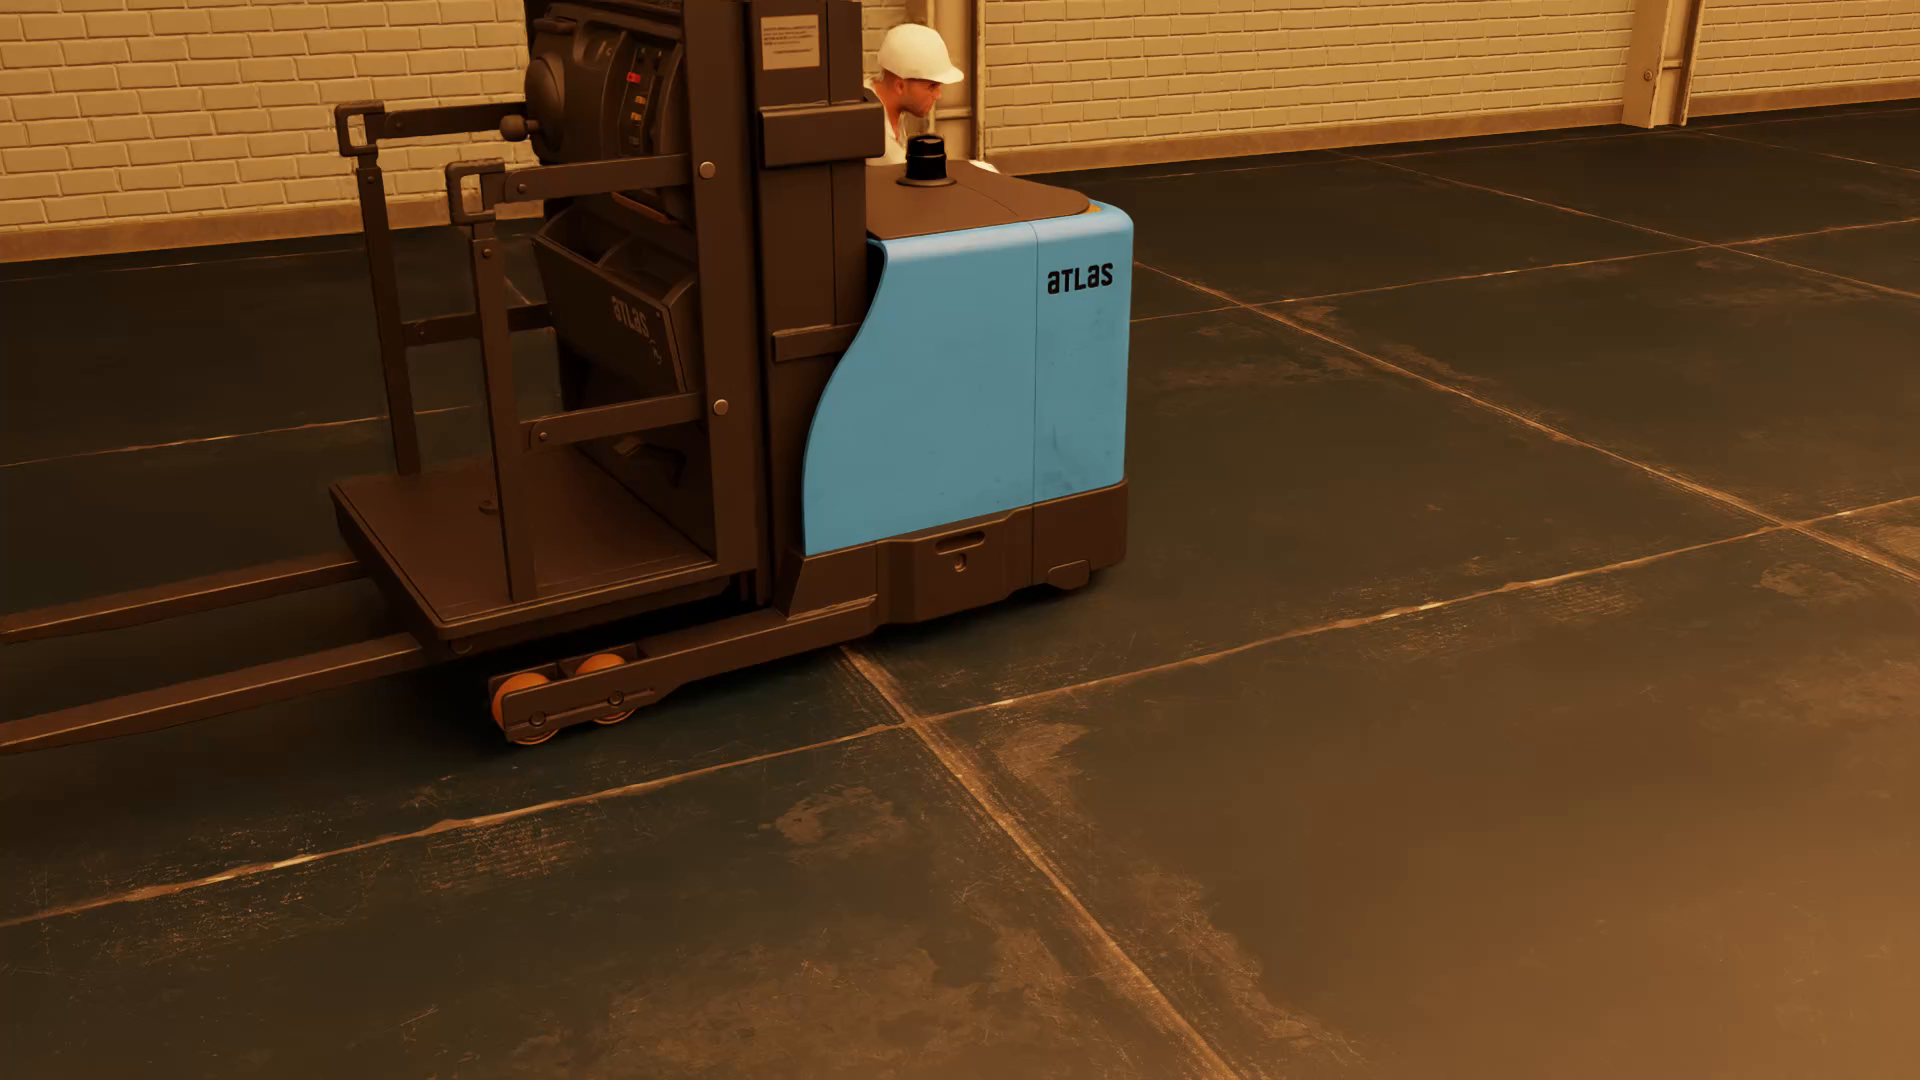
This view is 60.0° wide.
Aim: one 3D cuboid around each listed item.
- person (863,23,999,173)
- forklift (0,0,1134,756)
[{"bbox_3d":[-0.083,-1.002,5.683,0.964,1.497,1.084,4,23,9],"label":"person"},{"bbox_3d":[-1.044,-1.099,3.933,3.031,2.935,1.130,-13,26,-29],"label":"forklift"}]
